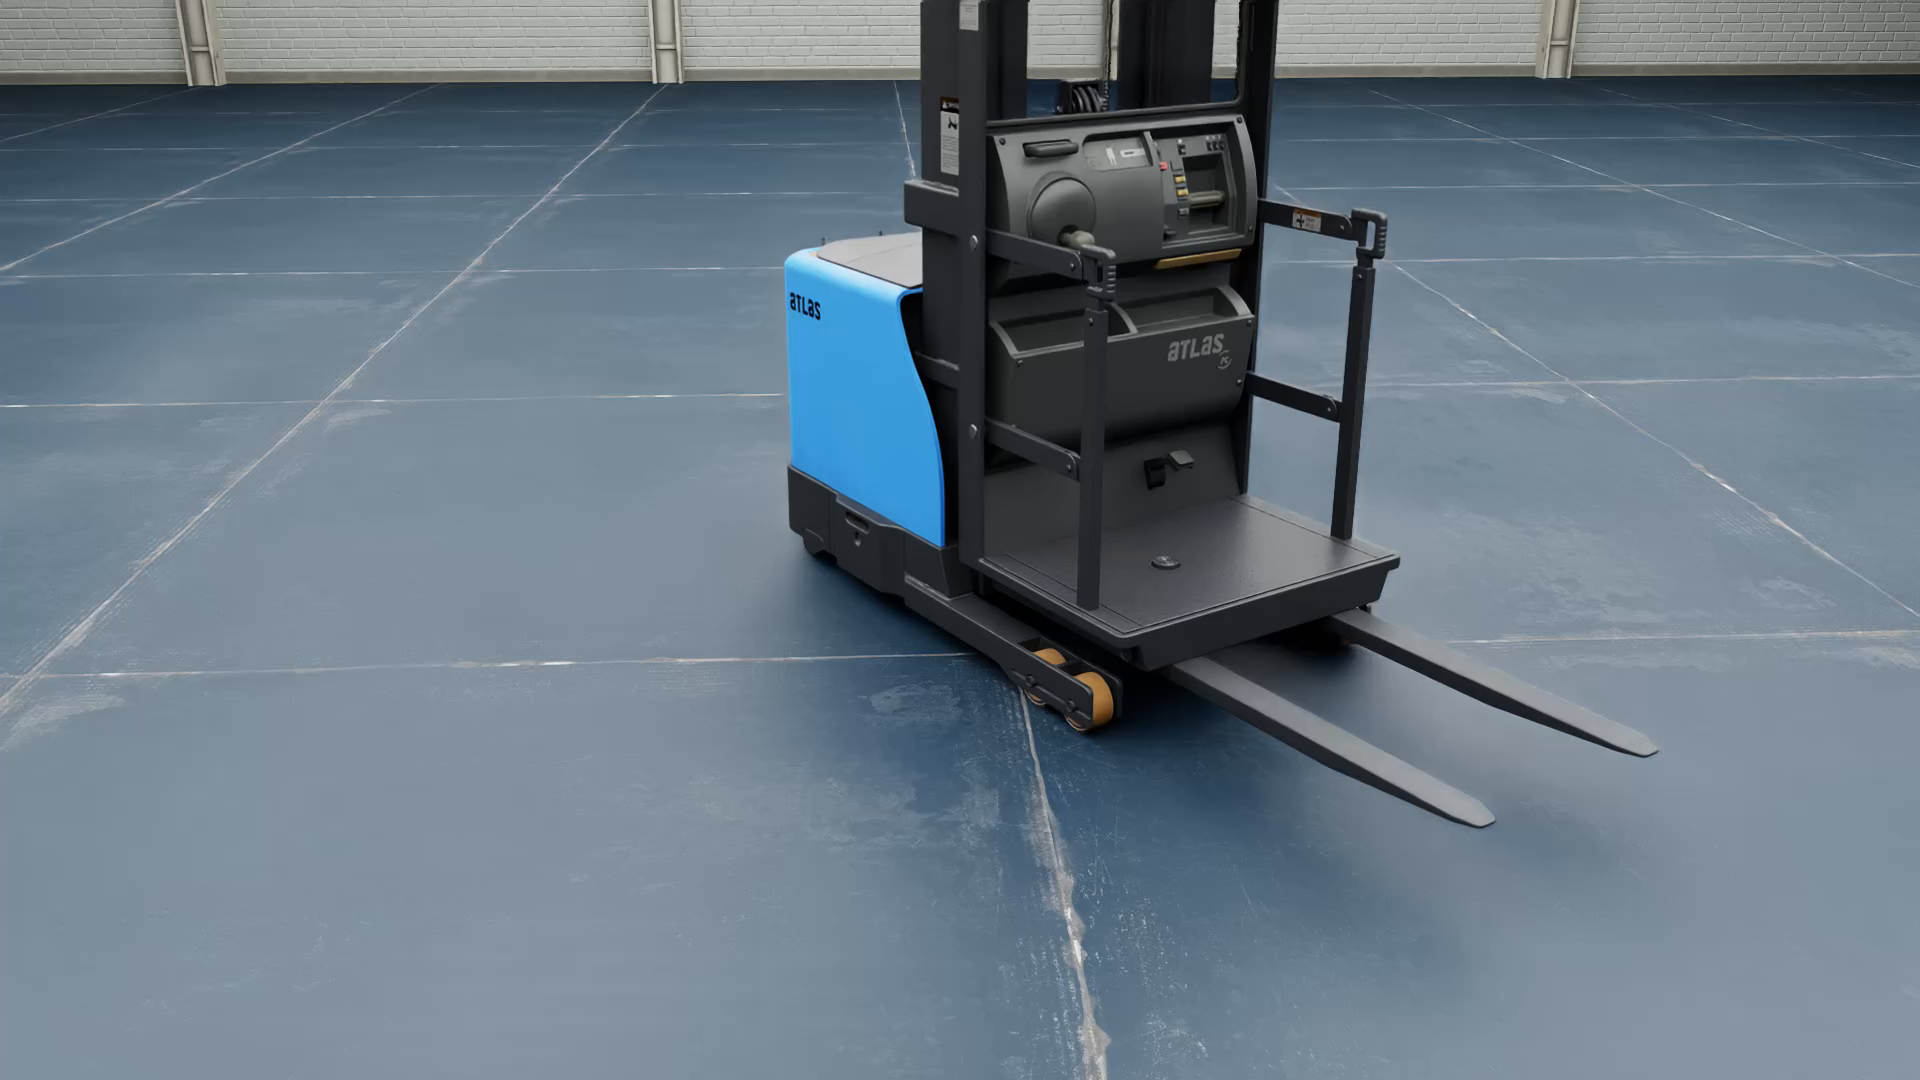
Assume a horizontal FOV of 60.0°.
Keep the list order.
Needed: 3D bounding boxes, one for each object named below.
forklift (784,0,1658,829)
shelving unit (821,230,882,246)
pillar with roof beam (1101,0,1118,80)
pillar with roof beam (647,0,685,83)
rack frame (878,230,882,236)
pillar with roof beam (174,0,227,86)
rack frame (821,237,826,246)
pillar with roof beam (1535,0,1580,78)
[{"bbox_3d":[0.617,-1.022,4.686,1.130,2.935,3.031,-13,25,-31],"label":"forklift"},{"bbox_3d":[-0.347,-0.613,6.256,0.252,1.050,0.215,-14,25,-32],"label":"shelving unit"},{"bbox_3d":[2.363,-8.891,16.827,0.400,9.000,9.100,-1,21,-3],"label":"pillar with roof beam"},{"bbox_3d":[-3.627,-8.769,16.507,0.400,9.000,9.100,-1,21,-3],"label":"pillar with roof beam"},{"bbox_3d":[-0.247,-0.638,6.321,0.008,1.050,0.200,-14,25,-32],"label":"rack frame"},{"bbox_3d":[-9.618,-8.648,16.187,0.400,9.000,9.100,-1,21,-3],"label":"pillar with roof beam"},{"bbox_3d":[-0.447,-0.589,6.192,0.008,1.050,0.200,-14,25,-32],"label":"rack frame"},{"bbox_3d":[8.353,-9.013,17.148,0.400,9.000,9.100,-1,21,-3],"label":"pillar with roof beam"}]
